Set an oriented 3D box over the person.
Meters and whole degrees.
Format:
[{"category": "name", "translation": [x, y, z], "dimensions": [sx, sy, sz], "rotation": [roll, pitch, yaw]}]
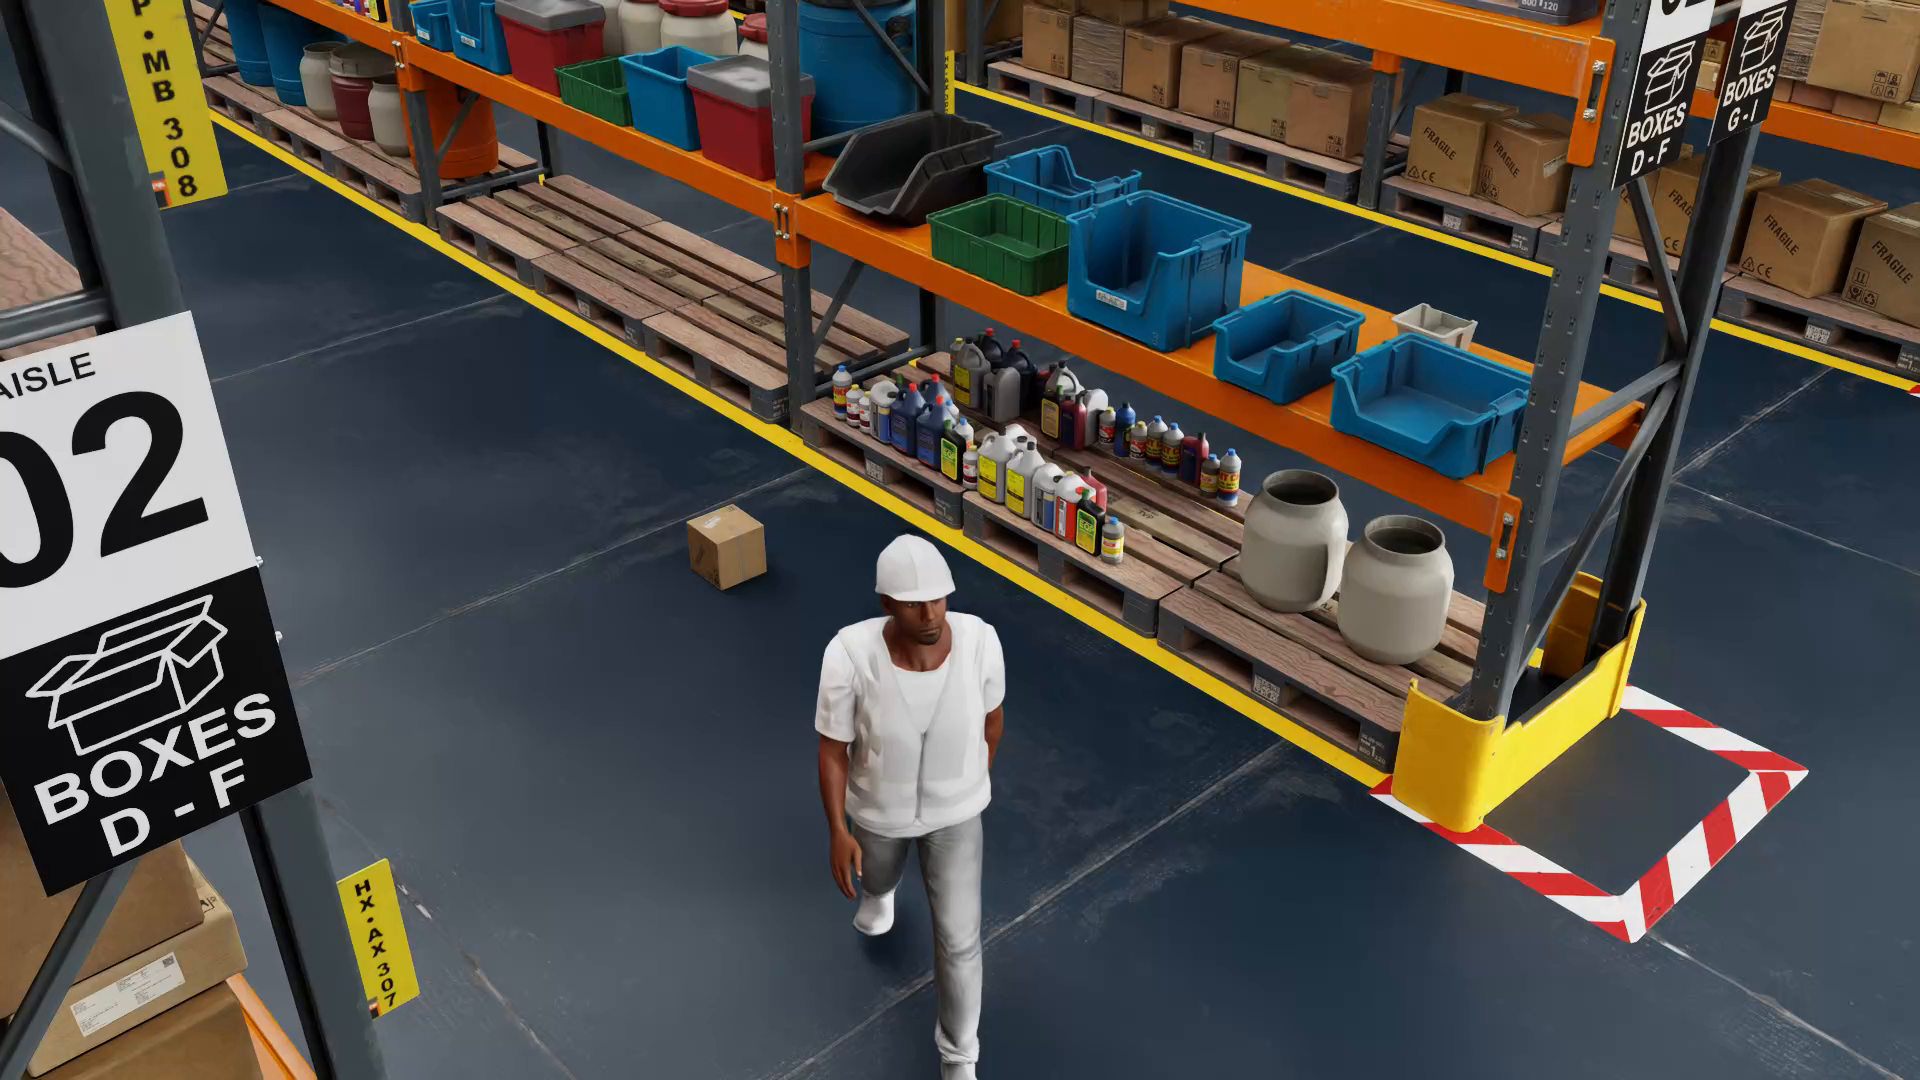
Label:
[{"category": "person", "translation": [-0.135, 0.761, 4.870], "dimensions": [0.552, 1.725, 1.038], "rotation": [-2, 32, -3]}]
